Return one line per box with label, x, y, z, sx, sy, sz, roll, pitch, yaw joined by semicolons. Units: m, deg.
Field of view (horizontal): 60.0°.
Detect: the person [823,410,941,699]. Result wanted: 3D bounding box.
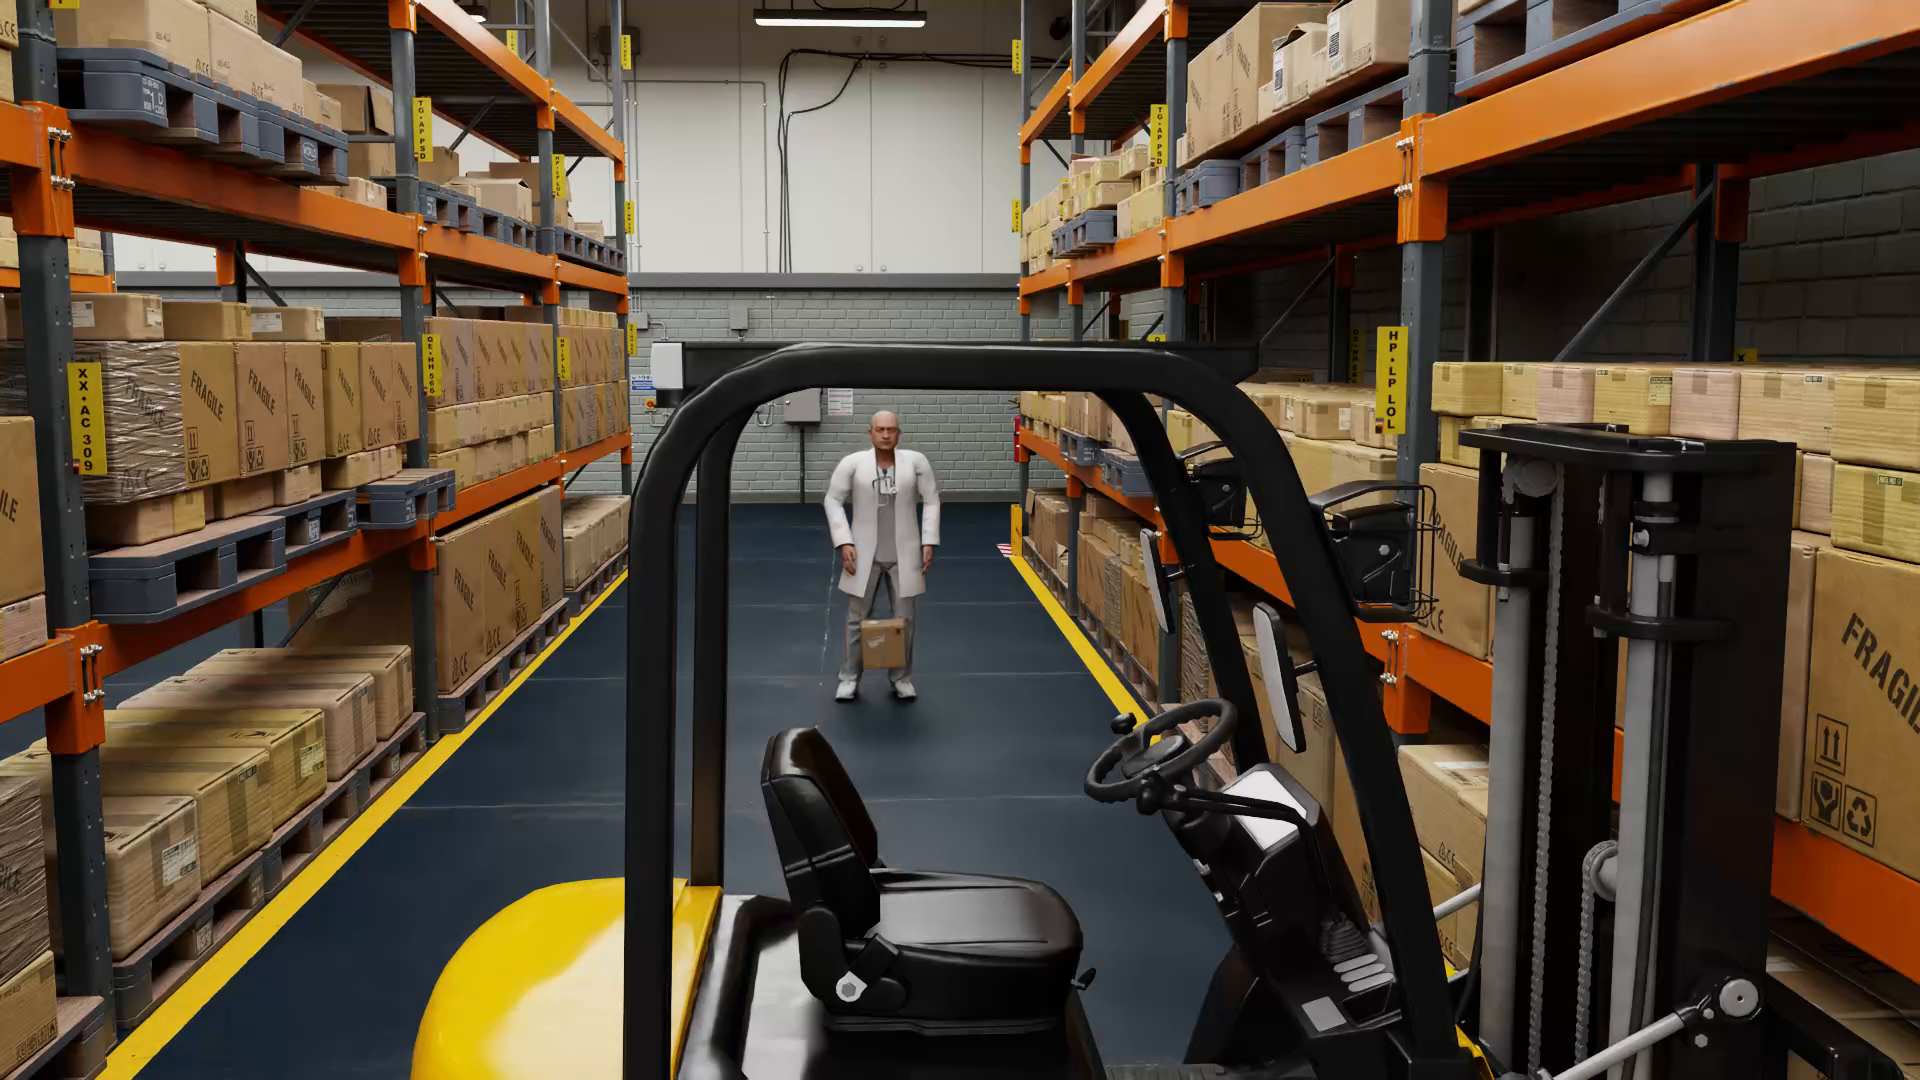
person;-0.469;0.092;10.068;0.709;1.755;0.484;-1;7;-5
